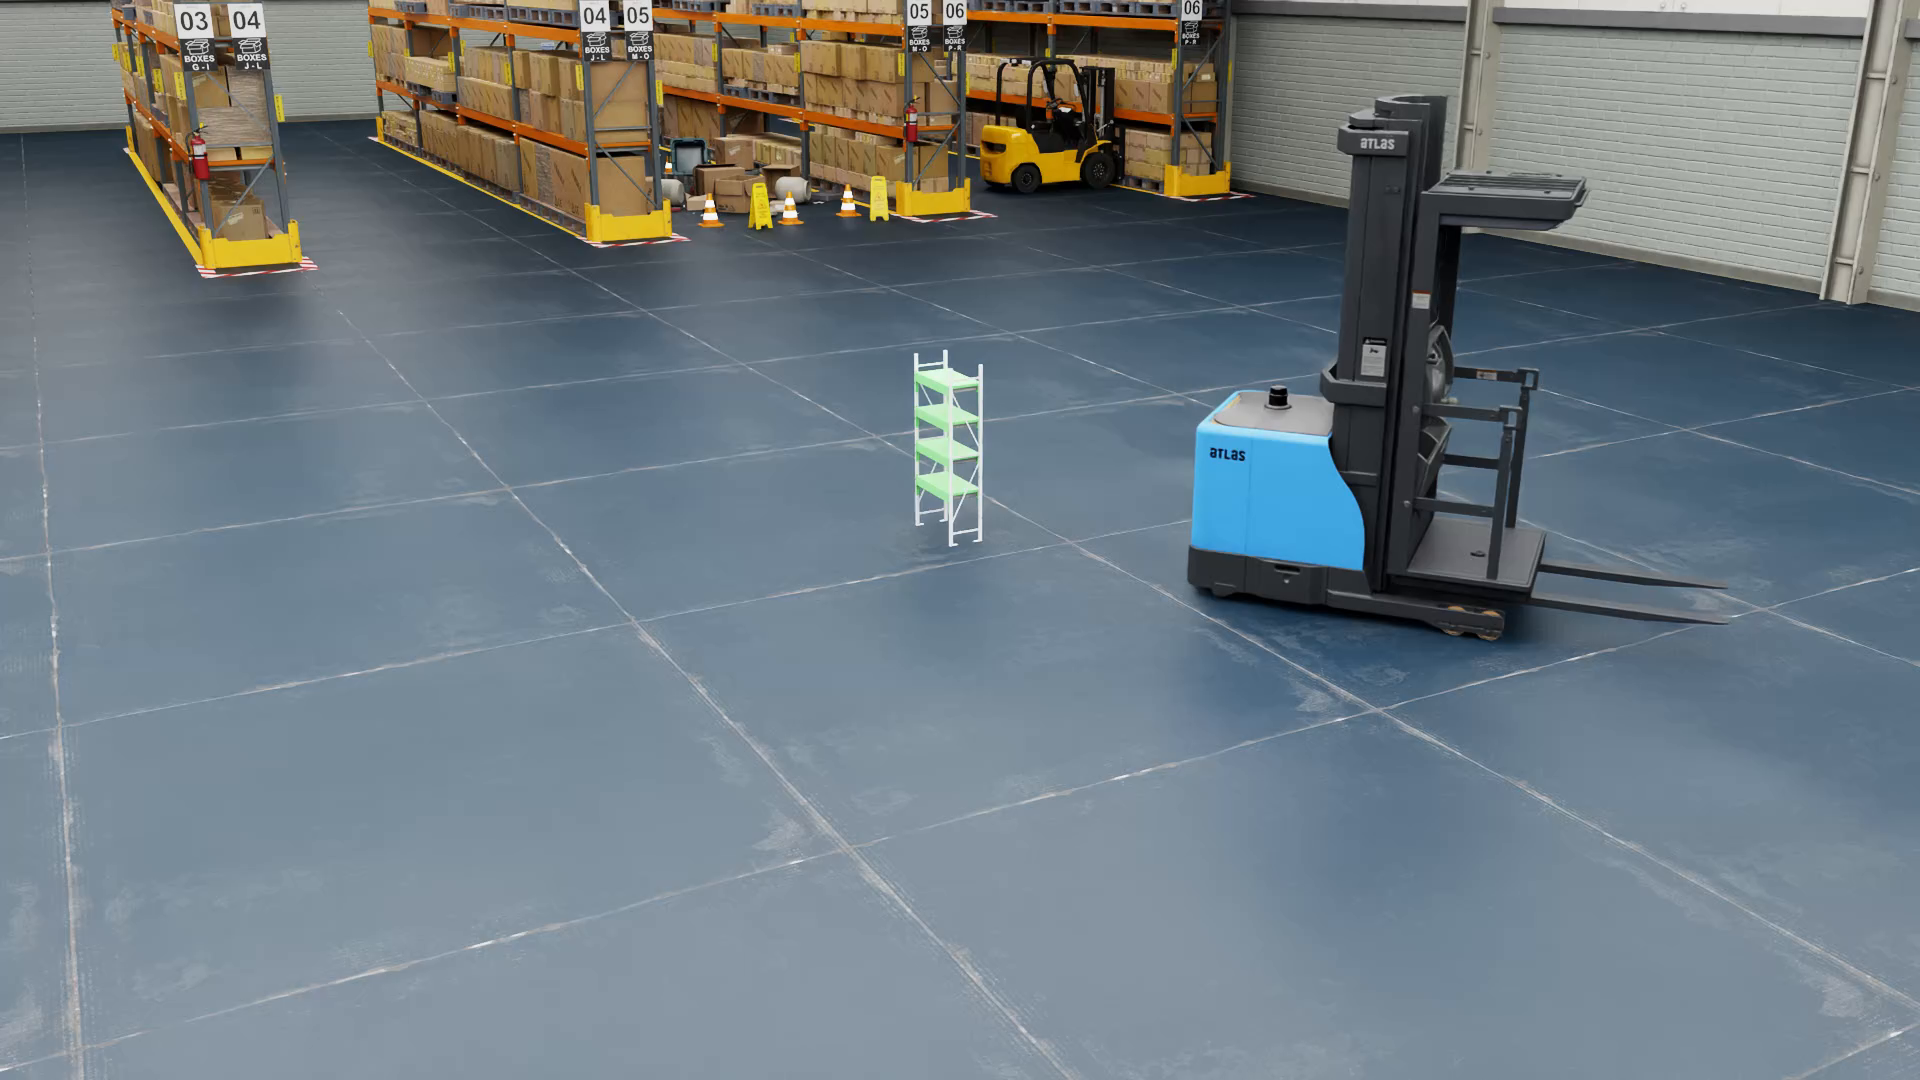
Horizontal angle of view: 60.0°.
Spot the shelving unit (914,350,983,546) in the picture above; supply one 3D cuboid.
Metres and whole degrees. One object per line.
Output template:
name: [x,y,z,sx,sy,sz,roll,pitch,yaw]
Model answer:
shelving unit: [-0.079,-0.615,11.073,0.258,1.200,0.503,-10,21,-27]

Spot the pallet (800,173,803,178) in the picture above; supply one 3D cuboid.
pallet: [-2.649,-6.560,29.818,1.003,0.211,1.213,-10,21,-27]

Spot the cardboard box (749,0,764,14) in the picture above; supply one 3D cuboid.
cardboard box: [-3.428,-9.836,30.282,0.797,0.503,0.637,-10,21,-27]

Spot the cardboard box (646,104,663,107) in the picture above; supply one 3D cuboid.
cardboard box: [-7.133,-9.651,37.787,0.875,0.438,0.875,-9,21,-25]

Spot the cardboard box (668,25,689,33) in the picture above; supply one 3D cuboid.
cardboard box: [-5.998,-10.909,35.466,0.380,0.149,0.250,-10,22,-27]

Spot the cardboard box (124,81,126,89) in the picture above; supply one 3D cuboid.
cardboard box: [-16.574,-9.146,33.423,0.380,0.149,0.250,-11,22,-28]

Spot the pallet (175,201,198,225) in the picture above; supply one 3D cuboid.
pallet: [-11.370,-5.025,25.370,1.003,0.211,1.213,-10,21,-27]

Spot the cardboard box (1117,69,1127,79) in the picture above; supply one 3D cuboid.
cardboard box: [2.946,-8.051,28.717,0.380,0.149,0.250,-10,21,-26]

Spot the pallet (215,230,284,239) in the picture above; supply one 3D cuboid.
pallet: [-9.491,-3.914,22.150,1.003,0.211,1.213,-10,21,-27]

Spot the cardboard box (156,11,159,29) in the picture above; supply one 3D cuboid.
cardboard box: [-10.755,-7.147,22.876,0.500,0.250,0.500,-10,22,-27]

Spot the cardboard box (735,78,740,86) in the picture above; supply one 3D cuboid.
cardboard box: [-3.993,-8.589,31.164,0.380,0.149,0.250,-12,22,-30]

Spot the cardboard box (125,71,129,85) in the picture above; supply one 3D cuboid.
cardboard box: [-15.967,-9.013,32.426,0.500,0.250,0.500,-10,22,-28]

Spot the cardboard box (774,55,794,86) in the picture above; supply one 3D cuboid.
cardboard box: [-2.936,-8.280,29.276,0.500,0.500,0.500,-10,21,-26]

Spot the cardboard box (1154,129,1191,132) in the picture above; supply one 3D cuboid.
cardboard box: [3.686,-6.958,28.736,0.500,0.250,0.500,-10,21,-27]

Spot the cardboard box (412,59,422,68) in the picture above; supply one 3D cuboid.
cardboard box: [-10.229,-9.107,31.755,0.380,0.149,0.250,-10,22,-27]

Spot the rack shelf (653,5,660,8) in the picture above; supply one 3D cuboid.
rack shelf: [-7.026,-11.603,36.664,1.077,0.370,4.000,-10,21,-27]

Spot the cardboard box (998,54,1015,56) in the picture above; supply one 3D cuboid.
cardboard box: [0.992,-9.664,33.390,0.380,0.149,0.250,-10,22,-28]

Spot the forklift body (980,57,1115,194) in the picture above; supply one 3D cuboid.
forklift body: [1.482,-7.137,28.517,2.313,2.155,1.214,-10,21,-27]

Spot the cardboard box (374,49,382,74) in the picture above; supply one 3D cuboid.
cardboard box: [-12.315,-10.320,35.831,0.500,0.500,0.500,-9,21,-24]

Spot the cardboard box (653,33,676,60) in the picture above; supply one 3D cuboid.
cardboard box: [-6.121,-10.300,34.697,0.500,0.500,0.500,-10,21,-26]

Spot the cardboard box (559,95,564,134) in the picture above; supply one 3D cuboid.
cardboard box: [-5.339,-6.216,24.317,0.875,0.550,0.550,-10,21,-27]

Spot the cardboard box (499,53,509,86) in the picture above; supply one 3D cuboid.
cardboard box: [-7.073,-7.668,27.068,0.700,0.500,0.500,-10,22,-28]

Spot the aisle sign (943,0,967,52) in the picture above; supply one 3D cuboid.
aisle sign: [-0.076,-7.766,25.052,0.394,0.787,0.004,-10,21,-27]

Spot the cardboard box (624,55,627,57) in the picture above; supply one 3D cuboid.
cardboard box: [-7.023,-10.381,36.464,0.500,0.500,0.500,-10,22,-27]

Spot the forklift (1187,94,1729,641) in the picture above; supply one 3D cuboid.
forklift: [2.956,-1.010,9.565,3.031,2.935,1.130,8,21,22]

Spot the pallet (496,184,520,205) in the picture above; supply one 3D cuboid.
pallet: [-7.019,-5.751,27.473,1.003,0.211,1.213,-10,21,-27]

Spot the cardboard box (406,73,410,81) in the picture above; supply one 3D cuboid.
cardboard box: [-10.603,-9.051,32.504,0.380,0.149,0.250,-11,22,-29]

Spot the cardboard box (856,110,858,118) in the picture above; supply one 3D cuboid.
cardboard box: [-1.453,-6.904,26.925,0.380,0.149,0.250,-10,21,-27]

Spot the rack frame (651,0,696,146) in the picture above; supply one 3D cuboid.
rack frame: [-6.077,-9.951,35.372,1.000,3.000,0.127,-10,21,-27]

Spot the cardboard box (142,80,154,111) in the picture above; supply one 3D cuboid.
cardboard box: [-13.583,-7.563,28.296,0.500,0.500,0.500,-10,22,-27]

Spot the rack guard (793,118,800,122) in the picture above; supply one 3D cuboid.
rack guard: [-3.574,-10.666,41.275,1.175,0.500,0.348,-10,21,-27]

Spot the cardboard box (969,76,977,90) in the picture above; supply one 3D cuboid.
cardboard box: [0.419,-9.192,33.400,0.500,0.250,0.500,-10,22,-28]

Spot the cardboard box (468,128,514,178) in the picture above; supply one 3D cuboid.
cardboard box: [-7.858,-6.703,28.764,1.050,0.750,0.750,-10,21,-26]

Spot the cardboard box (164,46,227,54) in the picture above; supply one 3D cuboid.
cardboard box: [-11.253,-6.852,24.825,1.000,1.000,1.000,-10,21,-26]

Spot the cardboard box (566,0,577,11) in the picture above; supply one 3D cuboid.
cardboard box: [-5.143,-7.299,22.674,0.380,0.149,0.250,-10,21,-27]

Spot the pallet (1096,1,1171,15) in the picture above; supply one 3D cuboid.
pallet: [3.092,-9.210,28.761,1.003,0.211,1.213,-10,21,-27]

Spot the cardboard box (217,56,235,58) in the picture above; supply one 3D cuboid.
cardboard box: [-10.068,-6.407,22.957,0.500,0.500,0.500,-10,21,-27]

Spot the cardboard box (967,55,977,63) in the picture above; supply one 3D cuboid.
cardboard box: [0.354,-9.643,33.332,0.380,0.149,0.250,-9,21,-25]

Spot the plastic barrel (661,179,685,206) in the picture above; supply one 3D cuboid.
plastic barrel: [-4.698,-5.553,26.575,0.512,0.421,0.421,4,19,11]

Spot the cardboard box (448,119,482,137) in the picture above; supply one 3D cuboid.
cardboard box: [-9.041,-7.534,30.406,0.500,0.250,0.500,-11,22,-28]

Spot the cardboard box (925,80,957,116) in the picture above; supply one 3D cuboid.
cardboard box: [-0.359,-6.873,25.842,0.500,0.500,0.500,-10,22,-27]

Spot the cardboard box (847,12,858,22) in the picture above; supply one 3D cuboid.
cardboard box: [-1.563,-8.299,26.369,0.380,0.149,0.250,-10,22,-27]

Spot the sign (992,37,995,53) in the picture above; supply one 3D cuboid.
sign: [0.676,-10.207,34.338,0.100,0.325,0.005,-10,21,-27]

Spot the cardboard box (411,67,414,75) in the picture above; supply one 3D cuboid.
cardboard box: [-10.355,-9.043,32.026,0.380,0.149,0.250,-9,21,-25]

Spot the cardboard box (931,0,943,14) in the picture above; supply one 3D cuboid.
cardboard box: [-0.383,-8.180,25.413,0.500,0.250,0.500,-10,22,-28]

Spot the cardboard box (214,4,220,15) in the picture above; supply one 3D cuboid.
cardboard box: [-9.293,-6.765,21.157,0.380,0.149,0.250,-10,22,-28]

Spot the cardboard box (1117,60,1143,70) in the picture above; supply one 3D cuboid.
cardboard box: [2.938,-8.192,28.669,0.380,0.149,0.250,-10,21,-26]

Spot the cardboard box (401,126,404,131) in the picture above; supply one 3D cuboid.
cardboard box: [-11.586,-8.738,35.126,0.380,0.149,0.250,-9,21,-24]

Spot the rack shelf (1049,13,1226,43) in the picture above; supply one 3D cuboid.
rack shelf: [3.038,-8.928,28.912,1.077,0.370,4.000,-10,21,-27]

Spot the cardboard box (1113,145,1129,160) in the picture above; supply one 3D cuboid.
cardboard box: [2.990,-6.793,29.025,0.500,0.250,0.500,-11,22,-28]

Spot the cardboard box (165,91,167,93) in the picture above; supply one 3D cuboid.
cardboard box: [-10.840,-6.169,23.801,0.875,0.500,0.500,-10,21,-27]

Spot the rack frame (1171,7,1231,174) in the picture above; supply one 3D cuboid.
rack frame: [3.988,-7.276,27.620,1.000,3.000,0.127,-10,21,-27]

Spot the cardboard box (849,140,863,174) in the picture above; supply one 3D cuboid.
cardboard box: [-1.473,-6.245,27.051,0.500,0.500,0.500,-11,22,-28]
